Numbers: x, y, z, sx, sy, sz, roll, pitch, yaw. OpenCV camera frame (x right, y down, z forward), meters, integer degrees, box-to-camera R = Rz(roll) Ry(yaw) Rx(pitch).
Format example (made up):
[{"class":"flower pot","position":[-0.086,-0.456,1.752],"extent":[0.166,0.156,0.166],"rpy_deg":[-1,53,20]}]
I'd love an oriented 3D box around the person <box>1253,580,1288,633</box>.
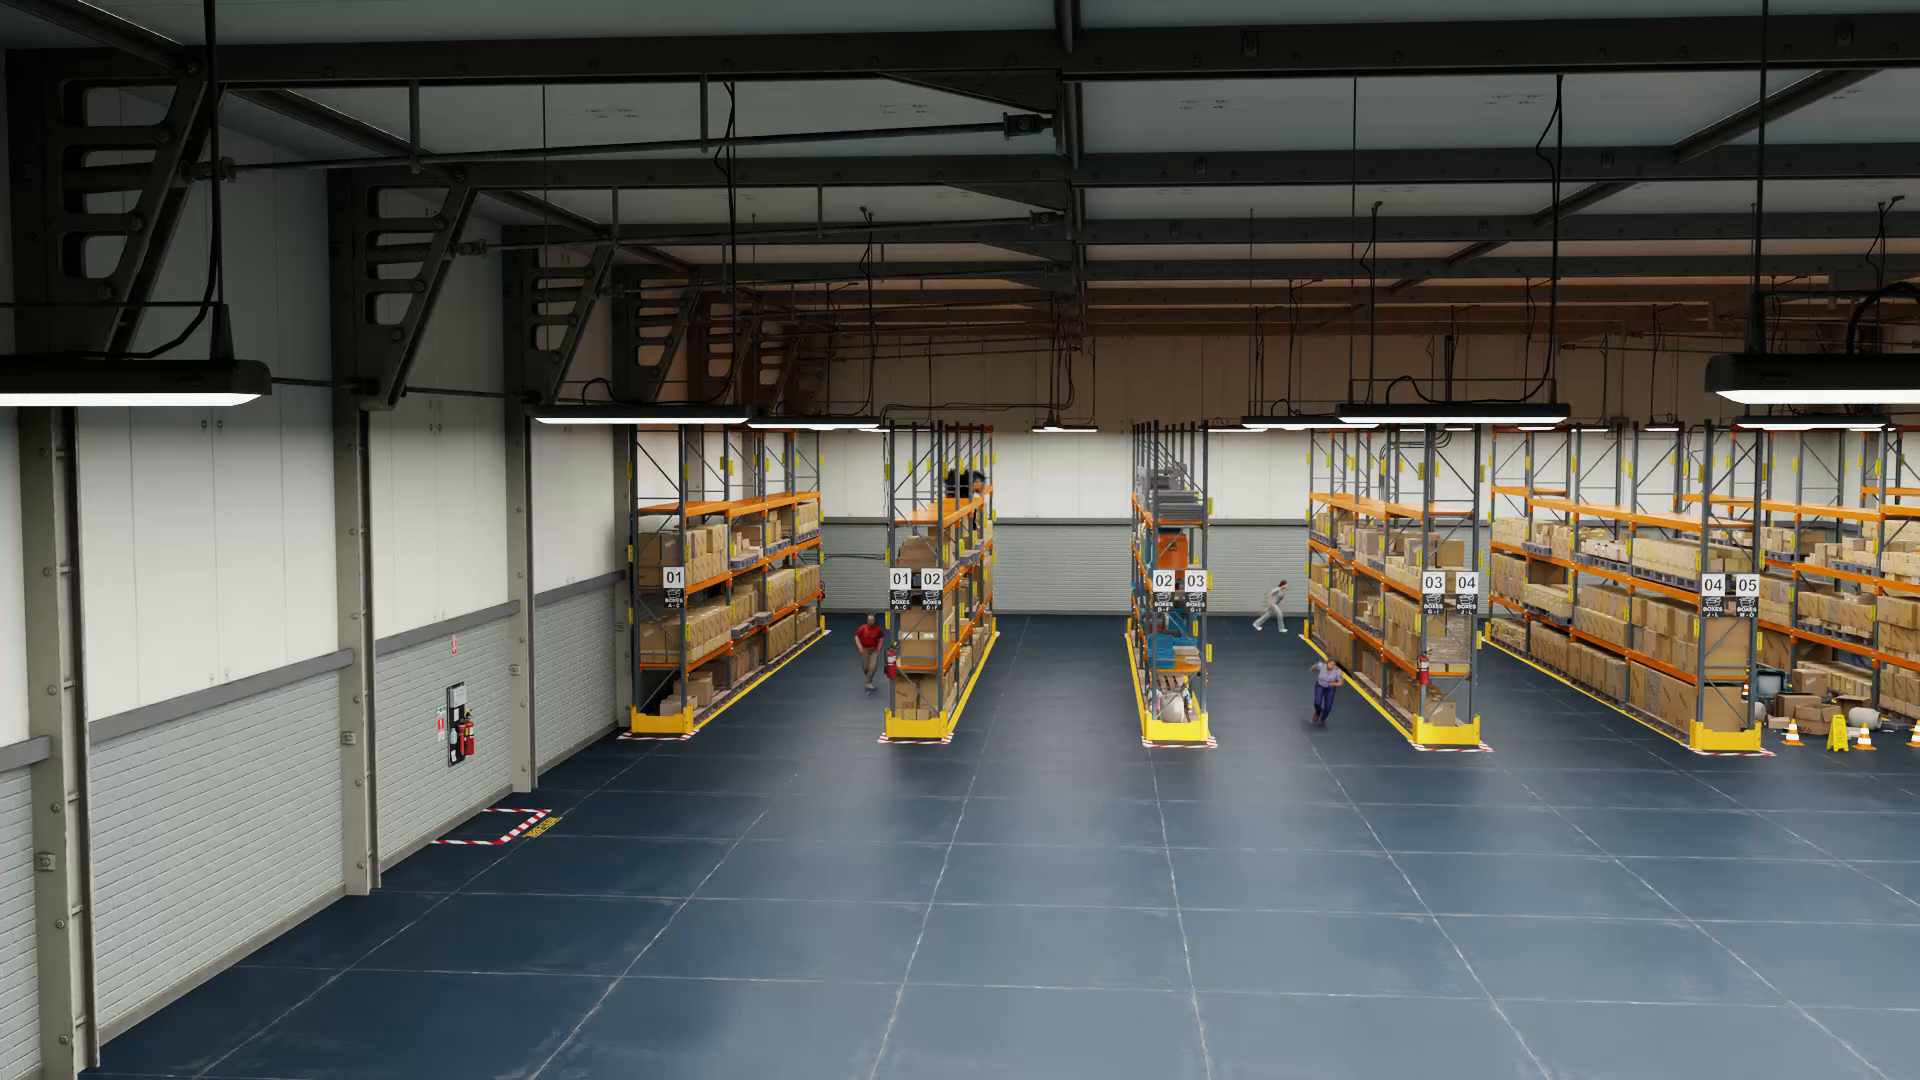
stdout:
[{"class":"person","position":[9.016,1.898,48.198],"extent":[1.061,1.517,0.575],"rpy_deg":[2,4,34]}]

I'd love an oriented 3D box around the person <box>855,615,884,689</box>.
[{"class":"person","position":[-2.049,2.516,37.666],"extent":[0.661,1.670,0.545],"rpy_deg":[-1,4,-8]}]

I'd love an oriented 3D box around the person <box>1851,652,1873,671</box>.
[{"class":"person","position":[21.128,2.418,38.921],"extent":[0.700,1.712,0.688],"rpy_deg":[0,4,-1]}]

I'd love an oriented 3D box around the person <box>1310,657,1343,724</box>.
[{"class":"person","position":[7.166,2.954,32.524],"extent":[0.622,1.404,0.950],"rpy_deg":[1,4,10]}]
